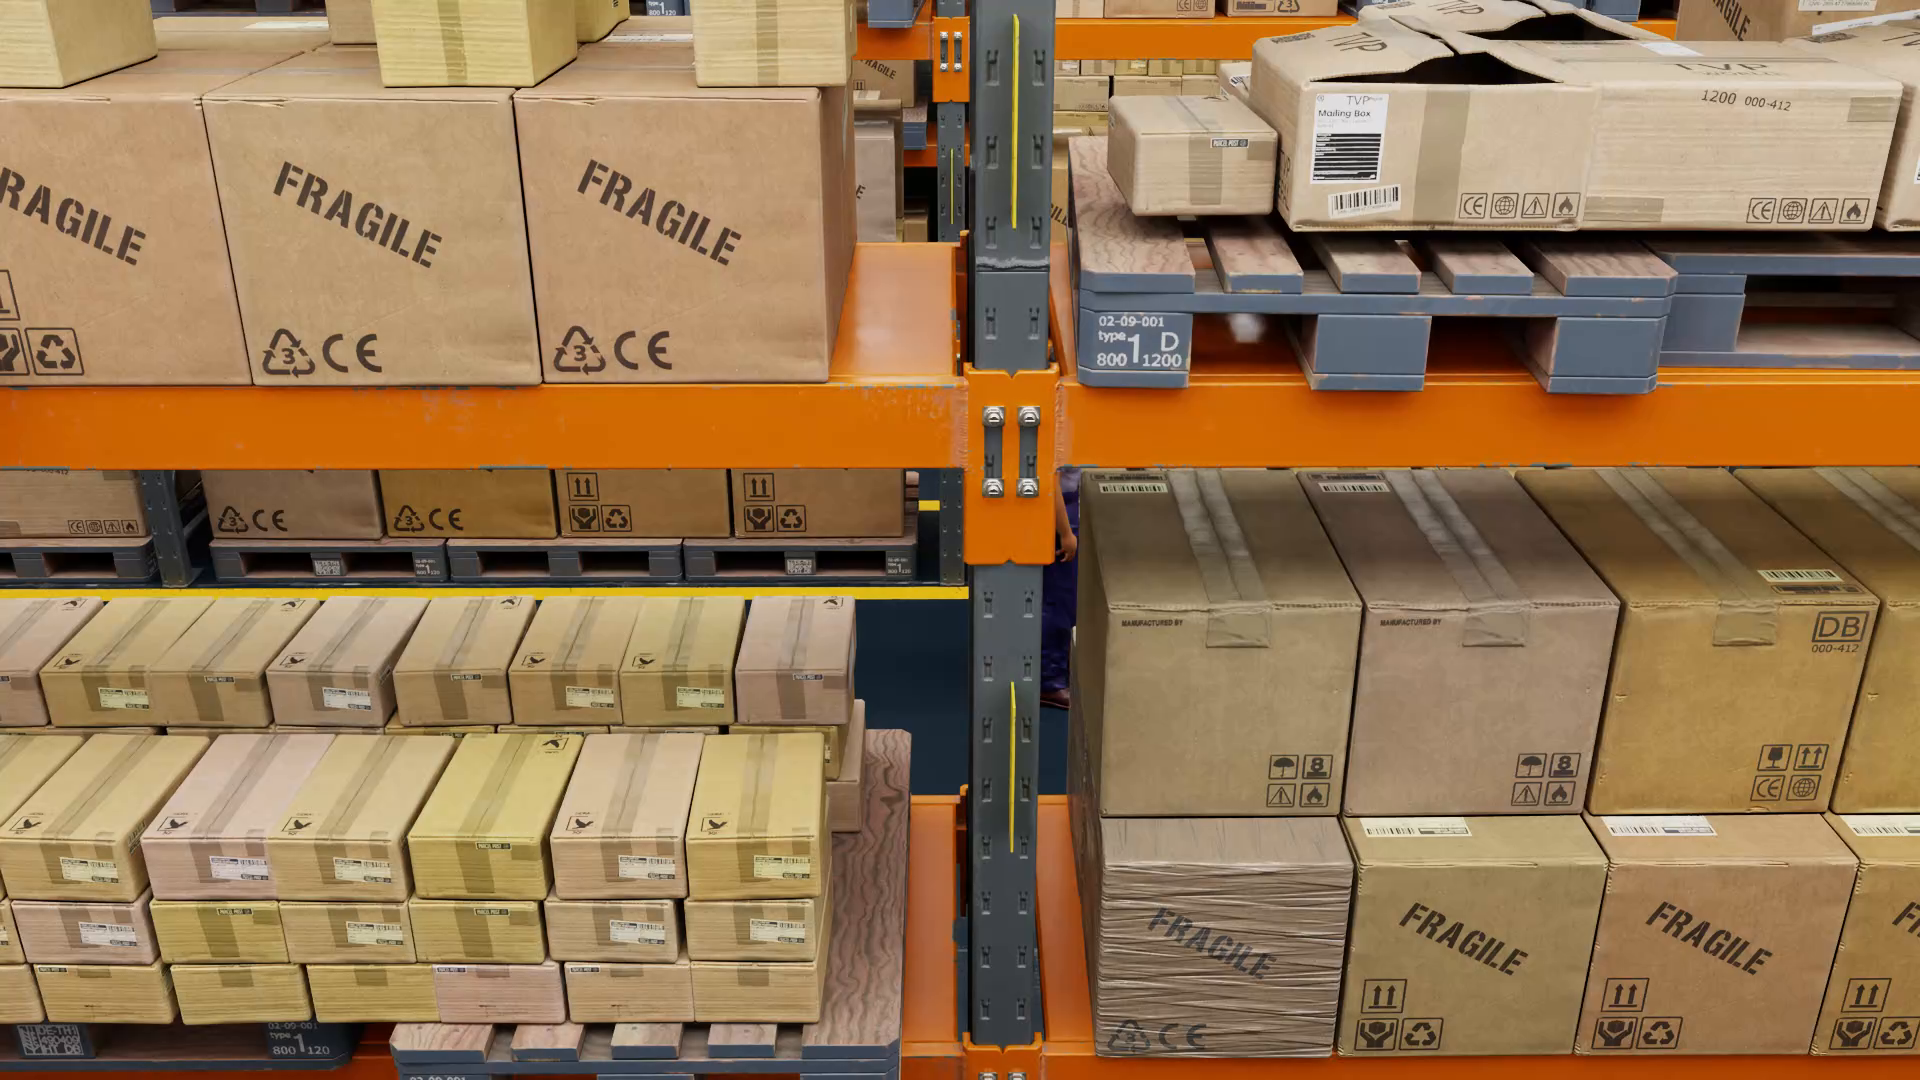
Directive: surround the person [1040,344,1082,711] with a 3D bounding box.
[{"bbox_3d":[0.406,-0.093,7.318,0.369,1.651,0.542,-2,24,-4],"label":"person"}]
